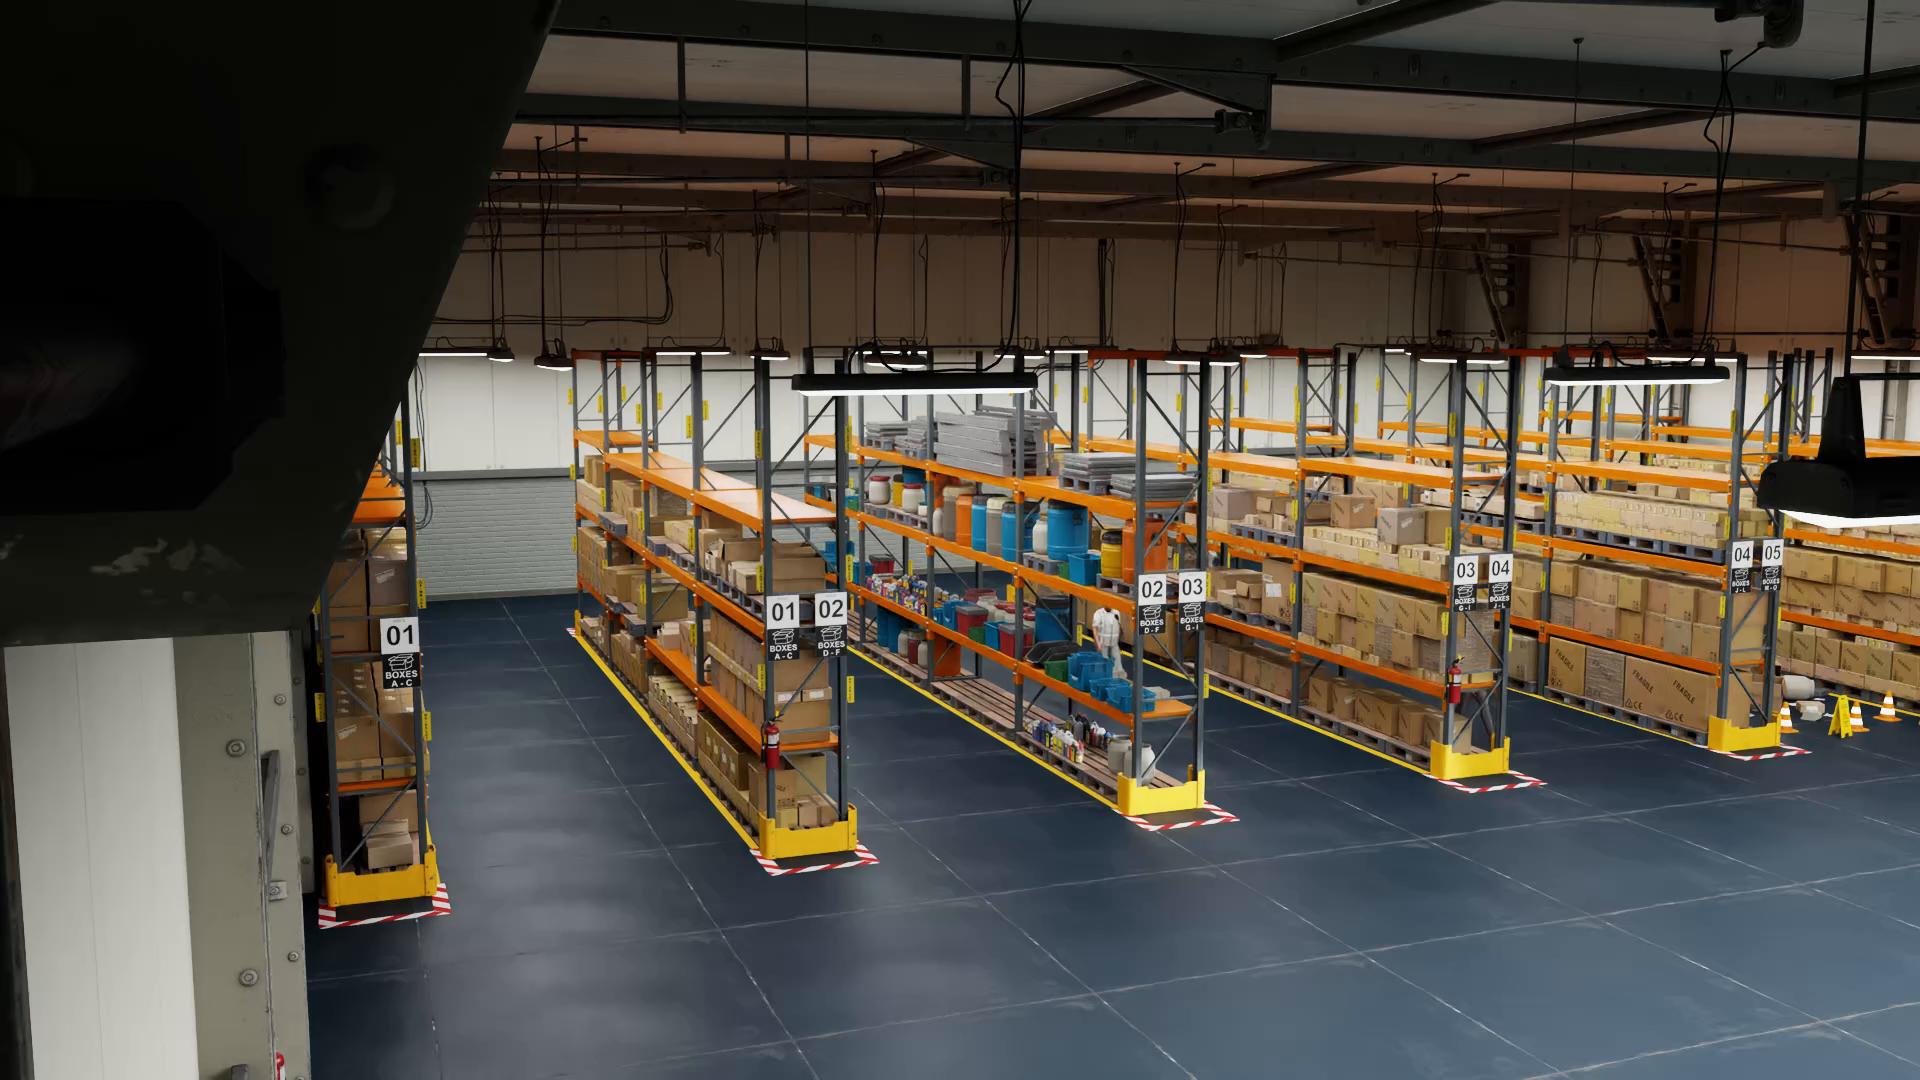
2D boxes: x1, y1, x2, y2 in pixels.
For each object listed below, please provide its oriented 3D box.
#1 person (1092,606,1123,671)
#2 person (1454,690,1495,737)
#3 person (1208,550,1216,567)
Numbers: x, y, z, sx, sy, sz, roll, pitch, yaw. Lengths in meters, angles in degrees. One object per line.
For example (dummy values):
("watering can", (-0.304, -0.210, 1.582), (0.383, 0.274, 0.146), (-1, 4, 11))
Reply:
("person", (2.638, 1.792, 29.334), (0.576, 1.652, 1.082), (-2, 7, -16))
("person", (8.061, 2.286, 25.981), (0.464, 1.609, 0.992), (-2, 7, -14))
("person", (6.241, 0.298, 41.423), (0.677, 1.771, 0.583), (-3, 8, -22))
